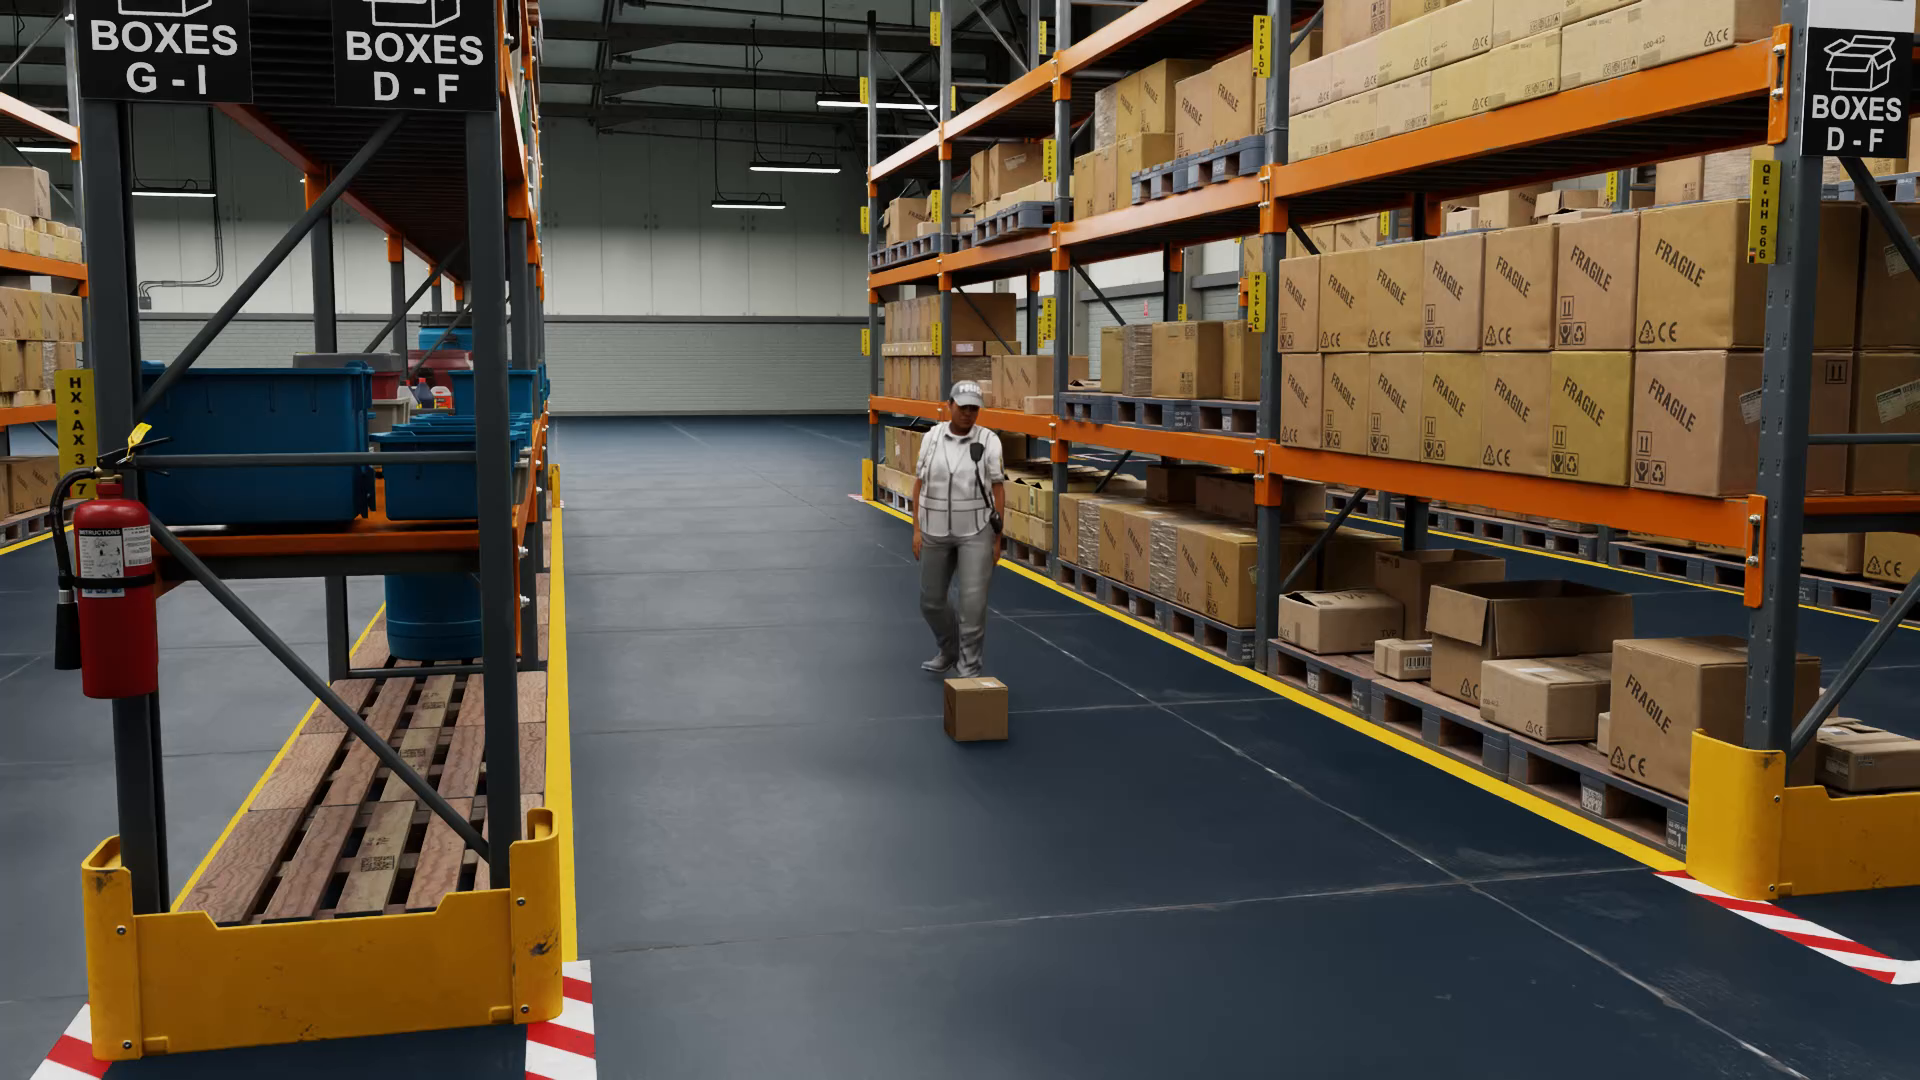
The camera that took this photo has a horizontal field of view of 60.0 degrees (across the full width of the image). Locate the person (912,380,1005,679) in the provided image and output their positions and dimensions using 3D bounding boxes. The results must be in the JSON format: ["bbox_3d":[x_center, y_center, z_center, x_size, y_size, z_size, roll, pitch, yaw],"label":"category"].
[{"bbox_3d":[-0.002,-0.025,8.872,0.511,1.658,0.660,2,6,16],"label":"person"}]
